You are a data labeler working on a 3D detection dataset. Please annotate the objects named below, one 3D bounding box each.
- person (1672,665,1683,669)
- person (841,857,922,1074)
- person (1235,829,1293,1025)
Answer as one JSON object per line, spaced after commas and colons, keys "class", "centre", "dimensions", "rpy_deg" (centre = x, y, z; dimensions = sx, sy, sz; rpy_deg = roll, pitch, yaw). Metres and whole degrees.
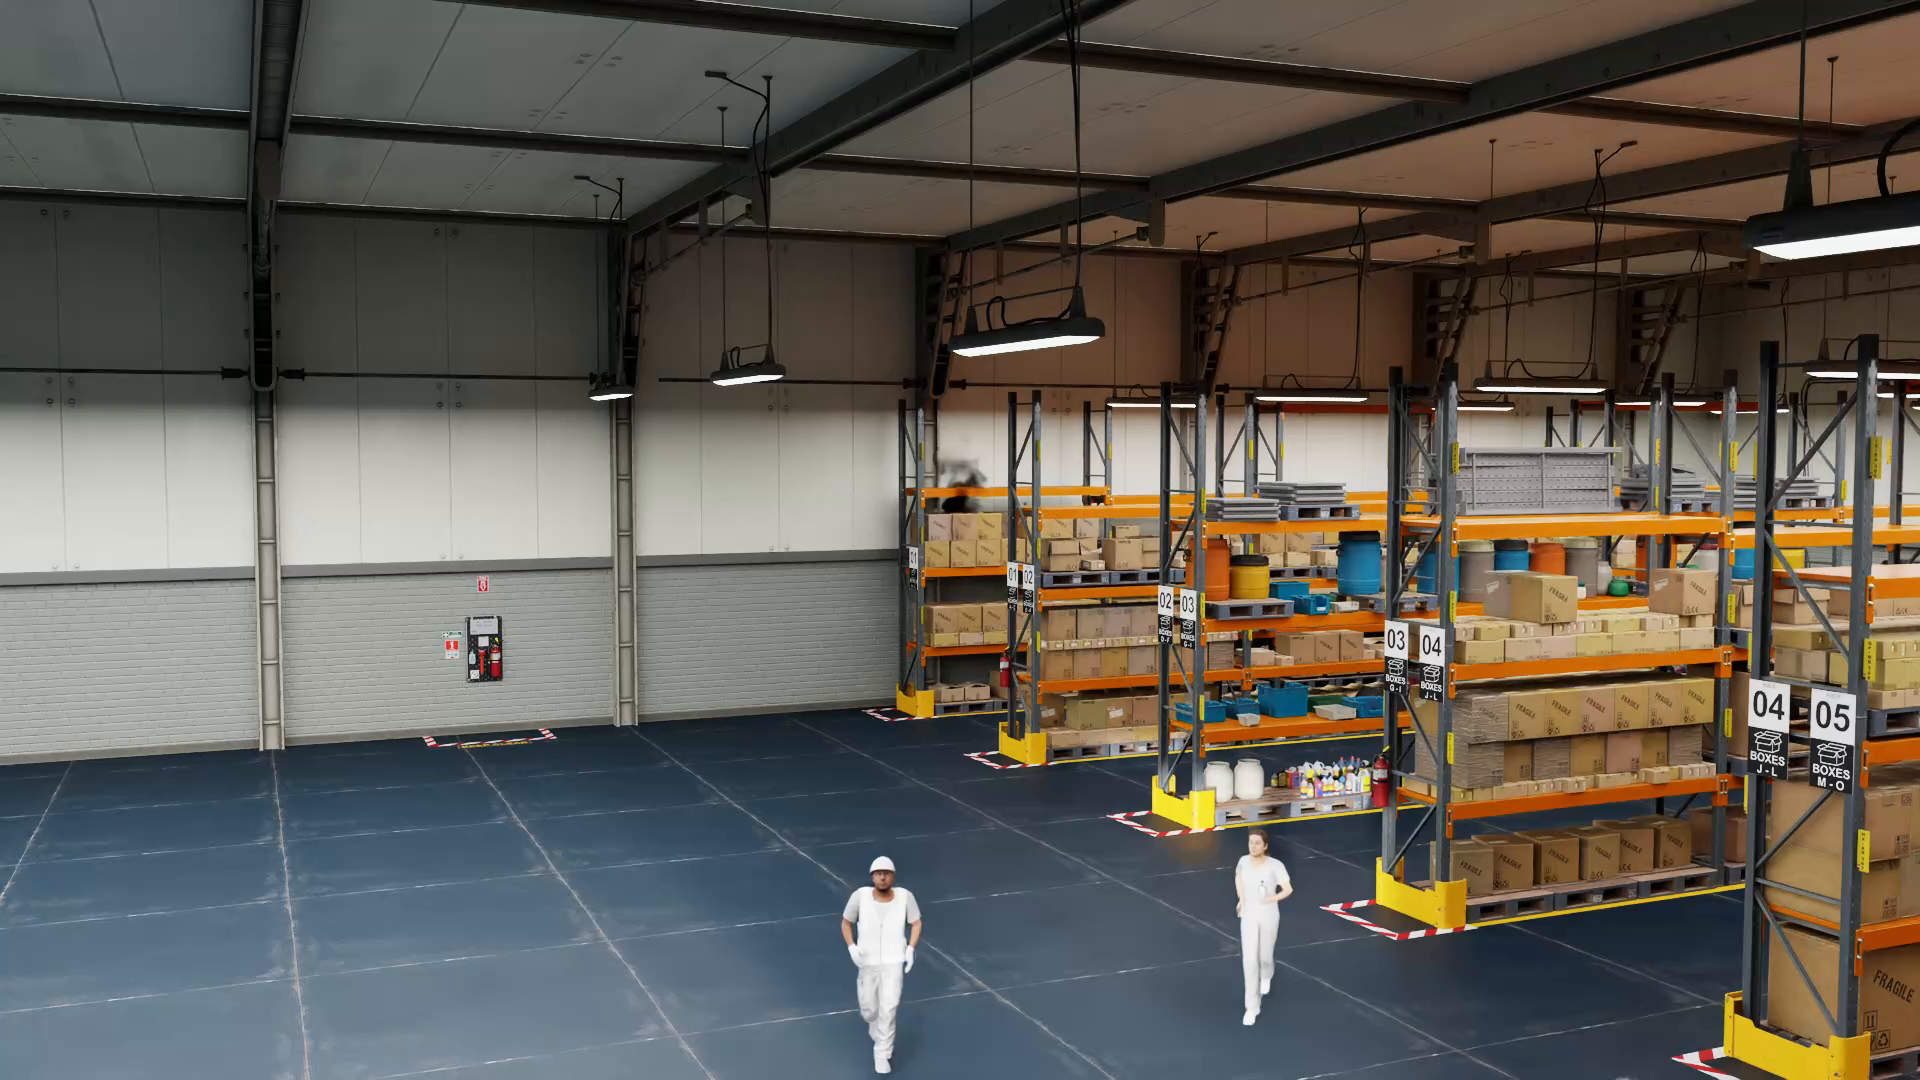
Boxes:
{"class": "person", "centre": [13.099, 2.499, 30.246], "dimensions": [0.848, 1.836, 0.623], "rpy_deg": [-2, 4, -33]}
{"class": "person", "centre": [-0.653, 3.487, 13.866], "dimensions": [0.673, 1.737, 0.665], "rpy_deg": [0, 3, -1]}
{"class": "person", "centre": [2.737, 3.446, 15.076], "dimensions": [0.558, 1.681, 0.891], "rpy_deg": [1, 4, 22]}
